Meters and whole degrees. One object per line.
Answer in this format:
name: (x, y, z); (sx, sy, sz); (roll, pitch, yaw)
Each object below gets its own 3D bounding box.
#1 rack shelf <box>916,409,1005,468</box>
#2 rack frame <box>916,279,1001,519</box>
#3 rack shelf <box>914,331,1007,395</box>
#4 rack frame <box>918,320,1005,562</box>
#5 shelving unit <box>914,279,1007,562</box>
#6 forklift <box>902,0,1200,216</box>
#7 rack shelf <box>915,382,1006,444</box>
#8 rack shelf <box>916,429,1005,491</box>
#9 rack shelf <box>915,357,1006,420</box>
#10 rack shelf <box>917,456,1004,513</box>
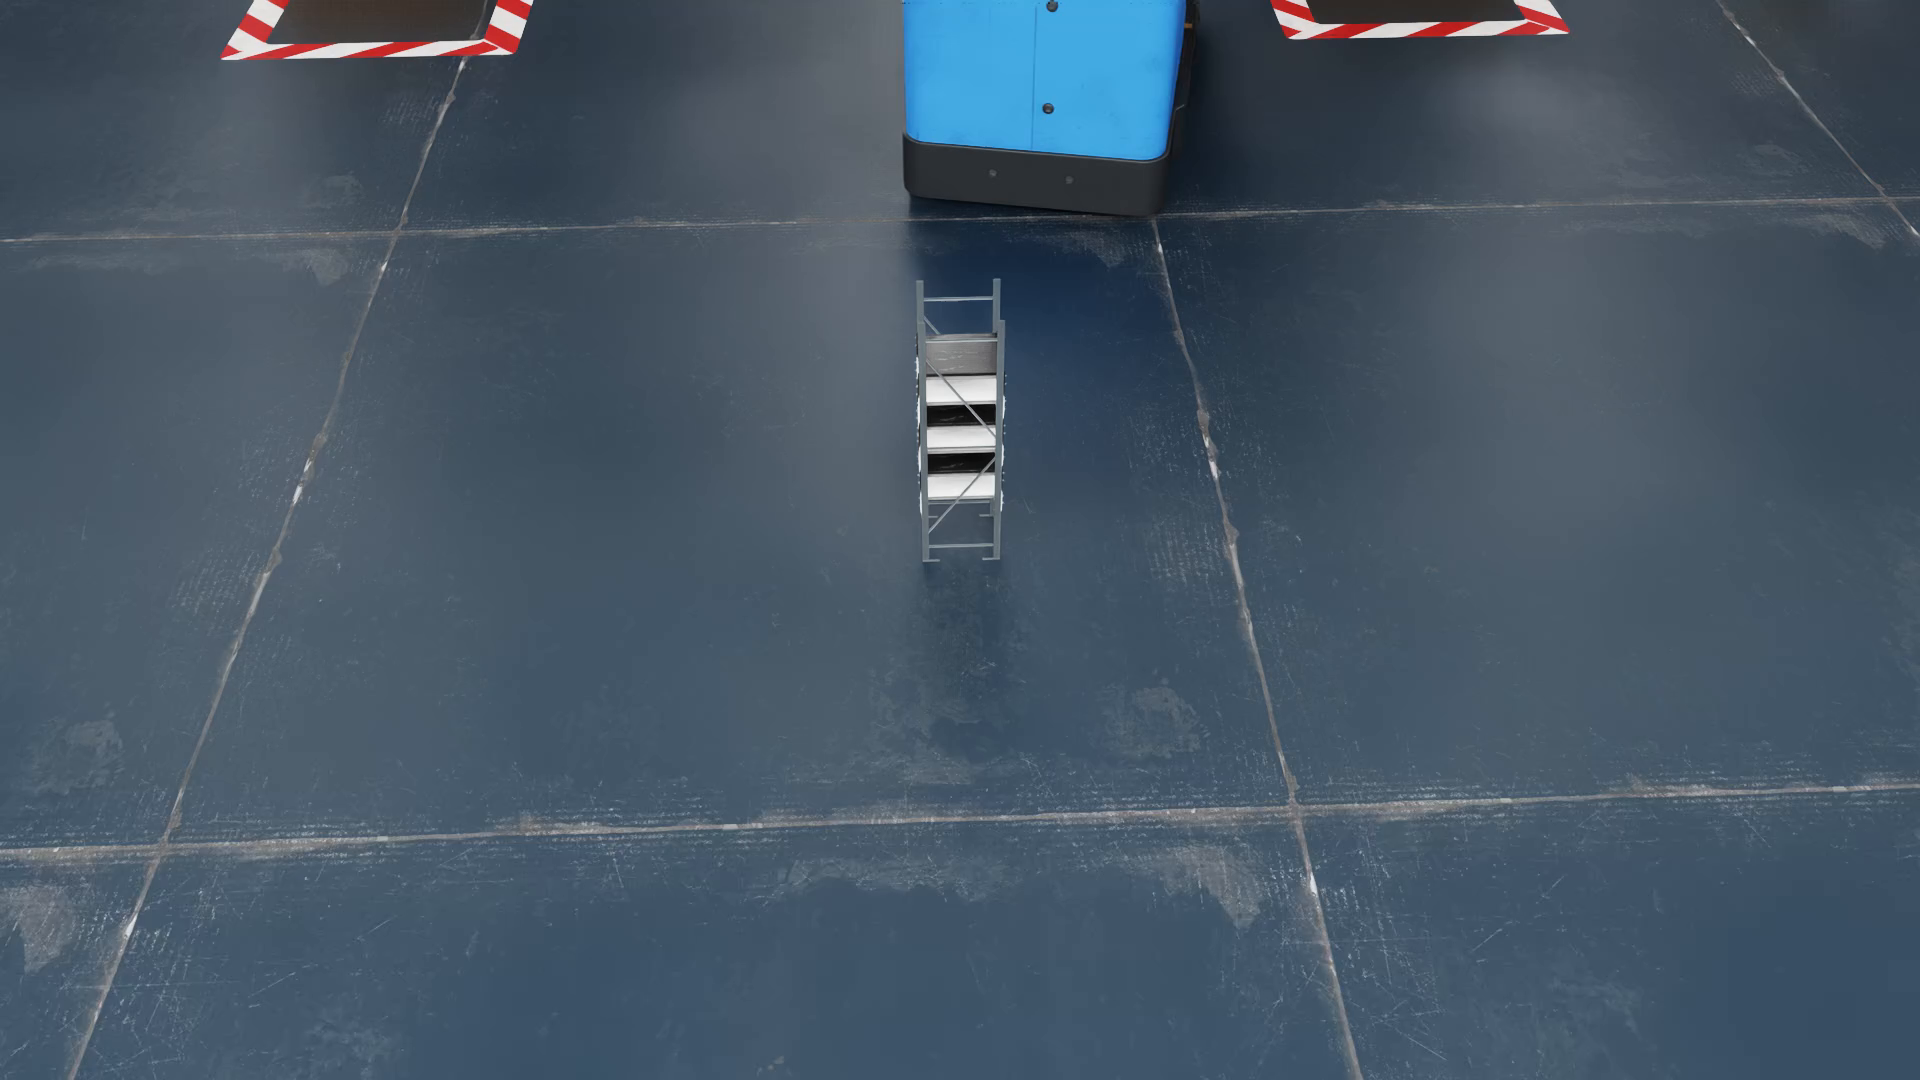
rack shelf: (0.000, -0.313, 4.974); (0.258, 0.077, 0.200); (-2, 43, -2)
rack frame: (-0.005, -0.406, 5.027); (0.240, 0.900, 0.006); (-2, 43, -2)
rack shelf: (0.000, -0.512, 4.792); (0.258, 0.077, 0.200); (-2, 43, -2)
rack frame: (0.004, -0.269, 4.877); (0.240, 0.900, 0.006); (-2, 43, -2)
shelving unit: (0.000, -0.337, 4.952); (0.258, 0.900, 0.210); (-2, 43, -2)
forklift: (0.527, -3.354, 6.740); (1.130, 2.935, 3.031); (7, 43, 7)
rack shelf: (0.000, -0.379, 4.914); (0.258, 0.077, 0.200); (-2, 43, -2)
rack shelf: (0.000, -0.246, 5.035); (0.258, 0.077, 0.200); (-2, 43, -2)
rack shelf: (0.000, -0.445, 4.853); (0.258, 0.077, 0.200); (-2, 43, -2)
rack shelf: (0.000, -0.180, 5.096); (0.258, 0.077, 0.200); (-2, 43, -2)
